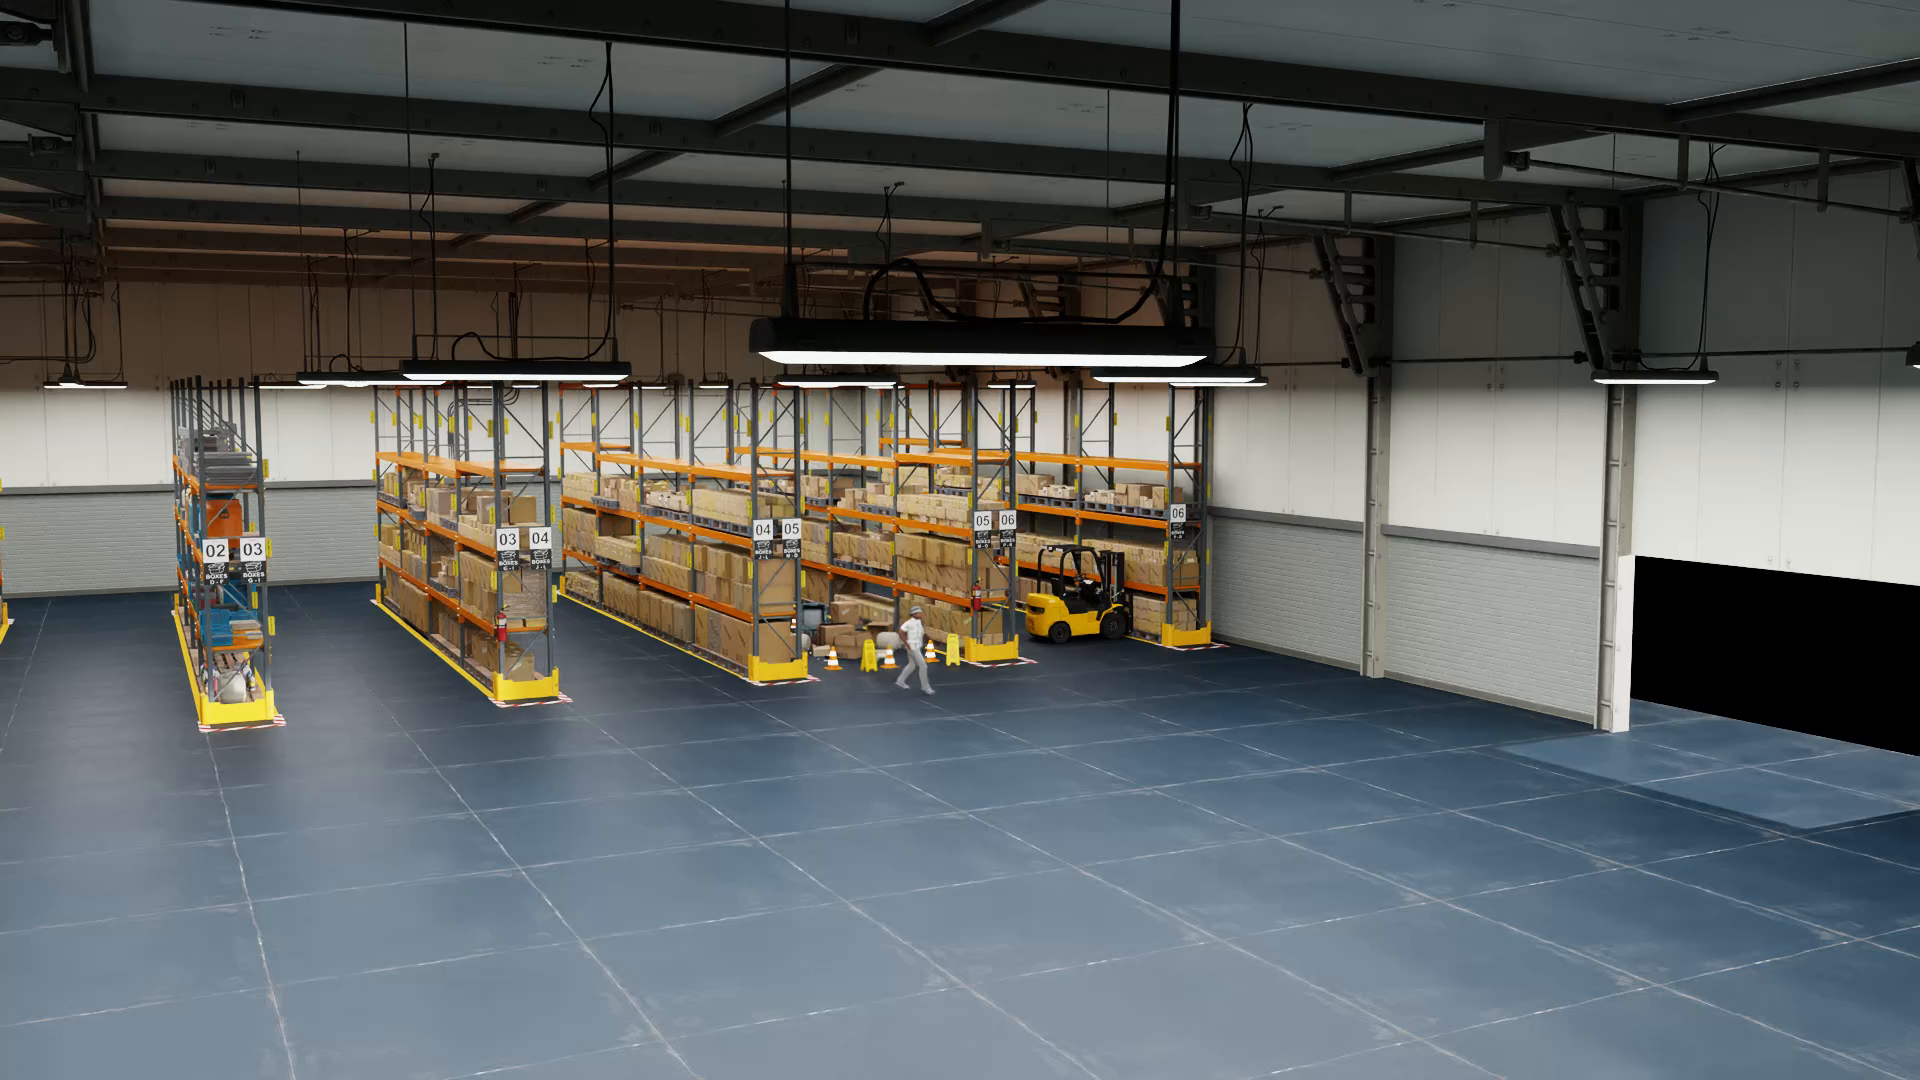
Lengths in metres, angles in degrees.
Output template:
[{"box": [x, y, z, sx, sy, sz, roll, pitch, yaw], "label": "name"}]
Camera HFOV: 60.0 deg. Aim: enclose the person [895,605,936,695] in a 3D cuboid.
[{"box": [-0.879, 2.084, 31.498, 0.819, 1.725, 0.650, 1, 5, 16], "label": "person"}]
